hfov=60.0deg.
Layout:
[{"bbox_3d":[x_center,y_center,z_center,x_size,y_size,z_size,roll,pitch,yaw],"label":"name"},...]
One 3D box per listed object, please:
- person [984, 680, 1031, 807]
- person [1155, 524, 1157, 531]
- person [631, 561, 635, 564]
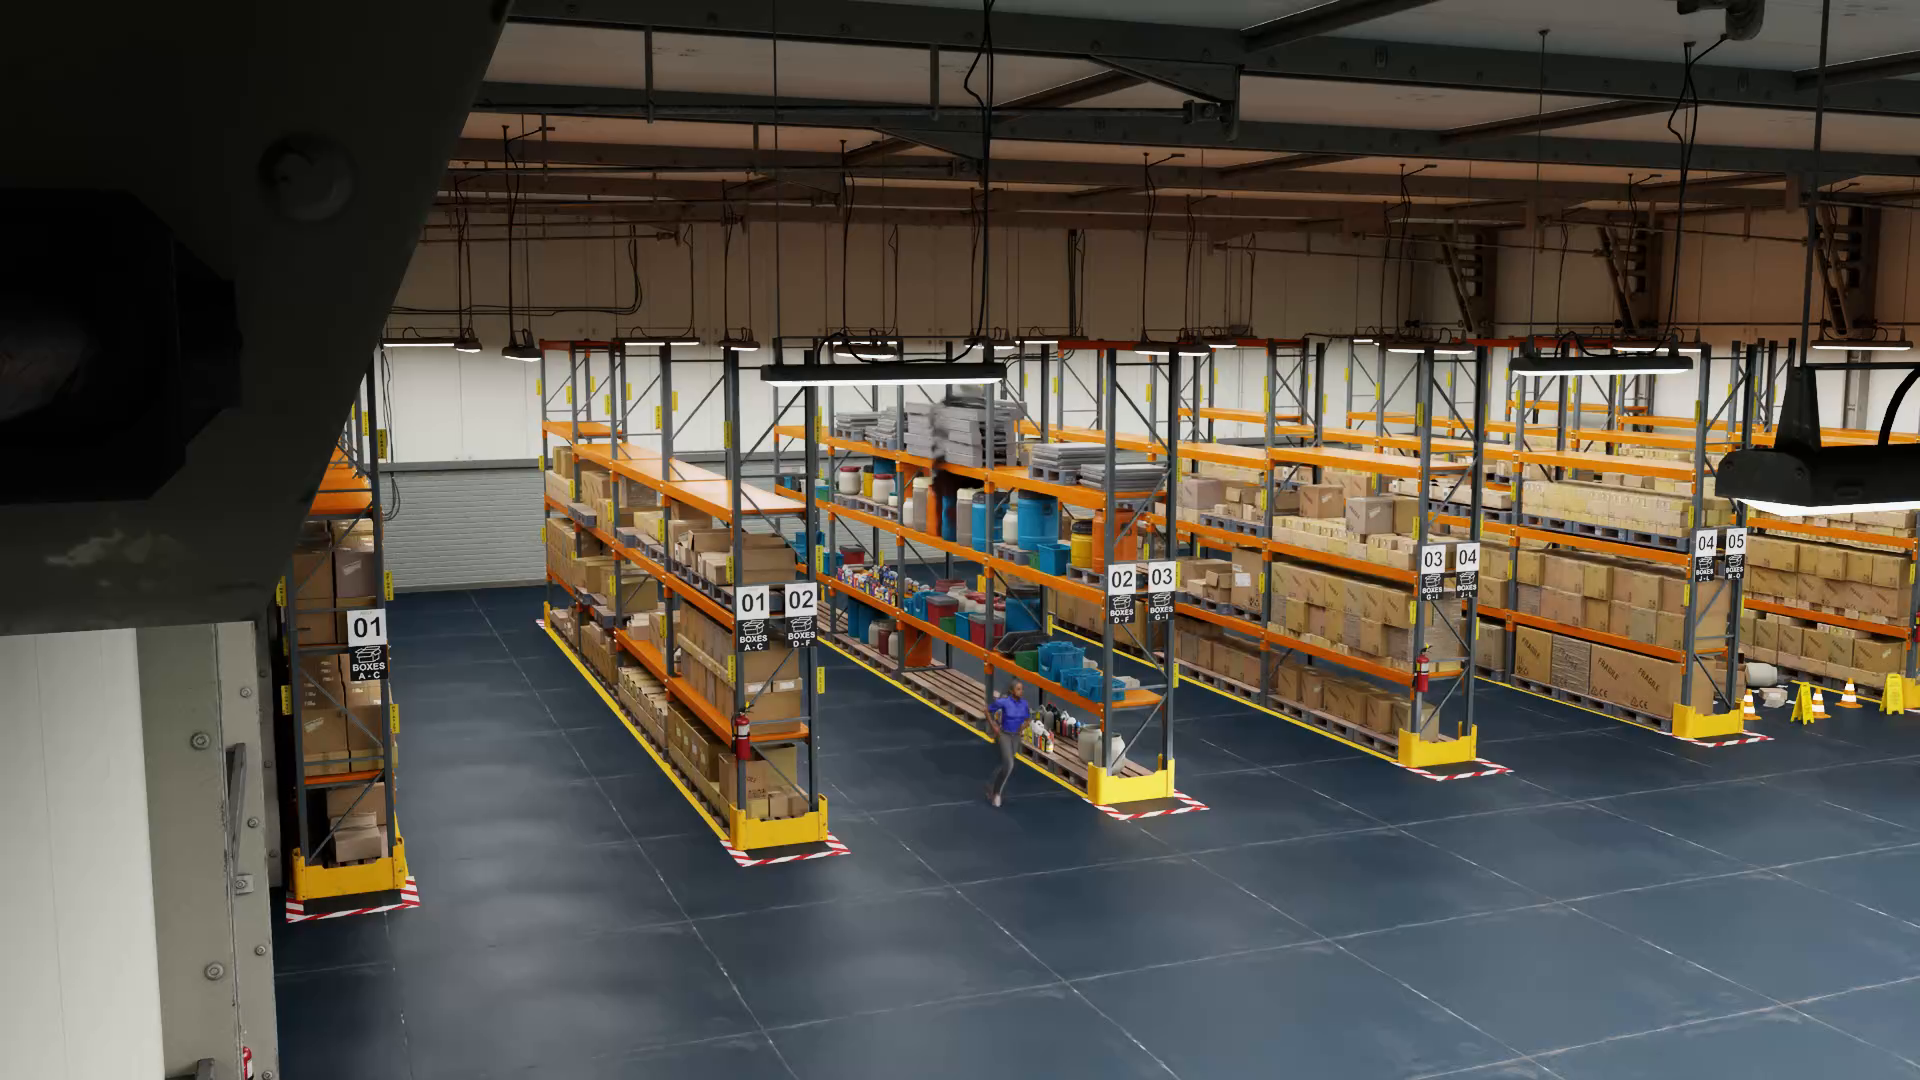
[{"bbox_3d":[0.632,2.692,22.066,0.608,1.672,0.652,-6,9,-37],"label":"person"},{"bbox_3d":[4.428,0.405,38.745,0.685,1.783,0.935,-3,8,-19],"label":"person"},{"bbox_3d":[-7.108,0.857,35.932,0.767,1.669,0.655,4,8,28],"label":"person"}]
